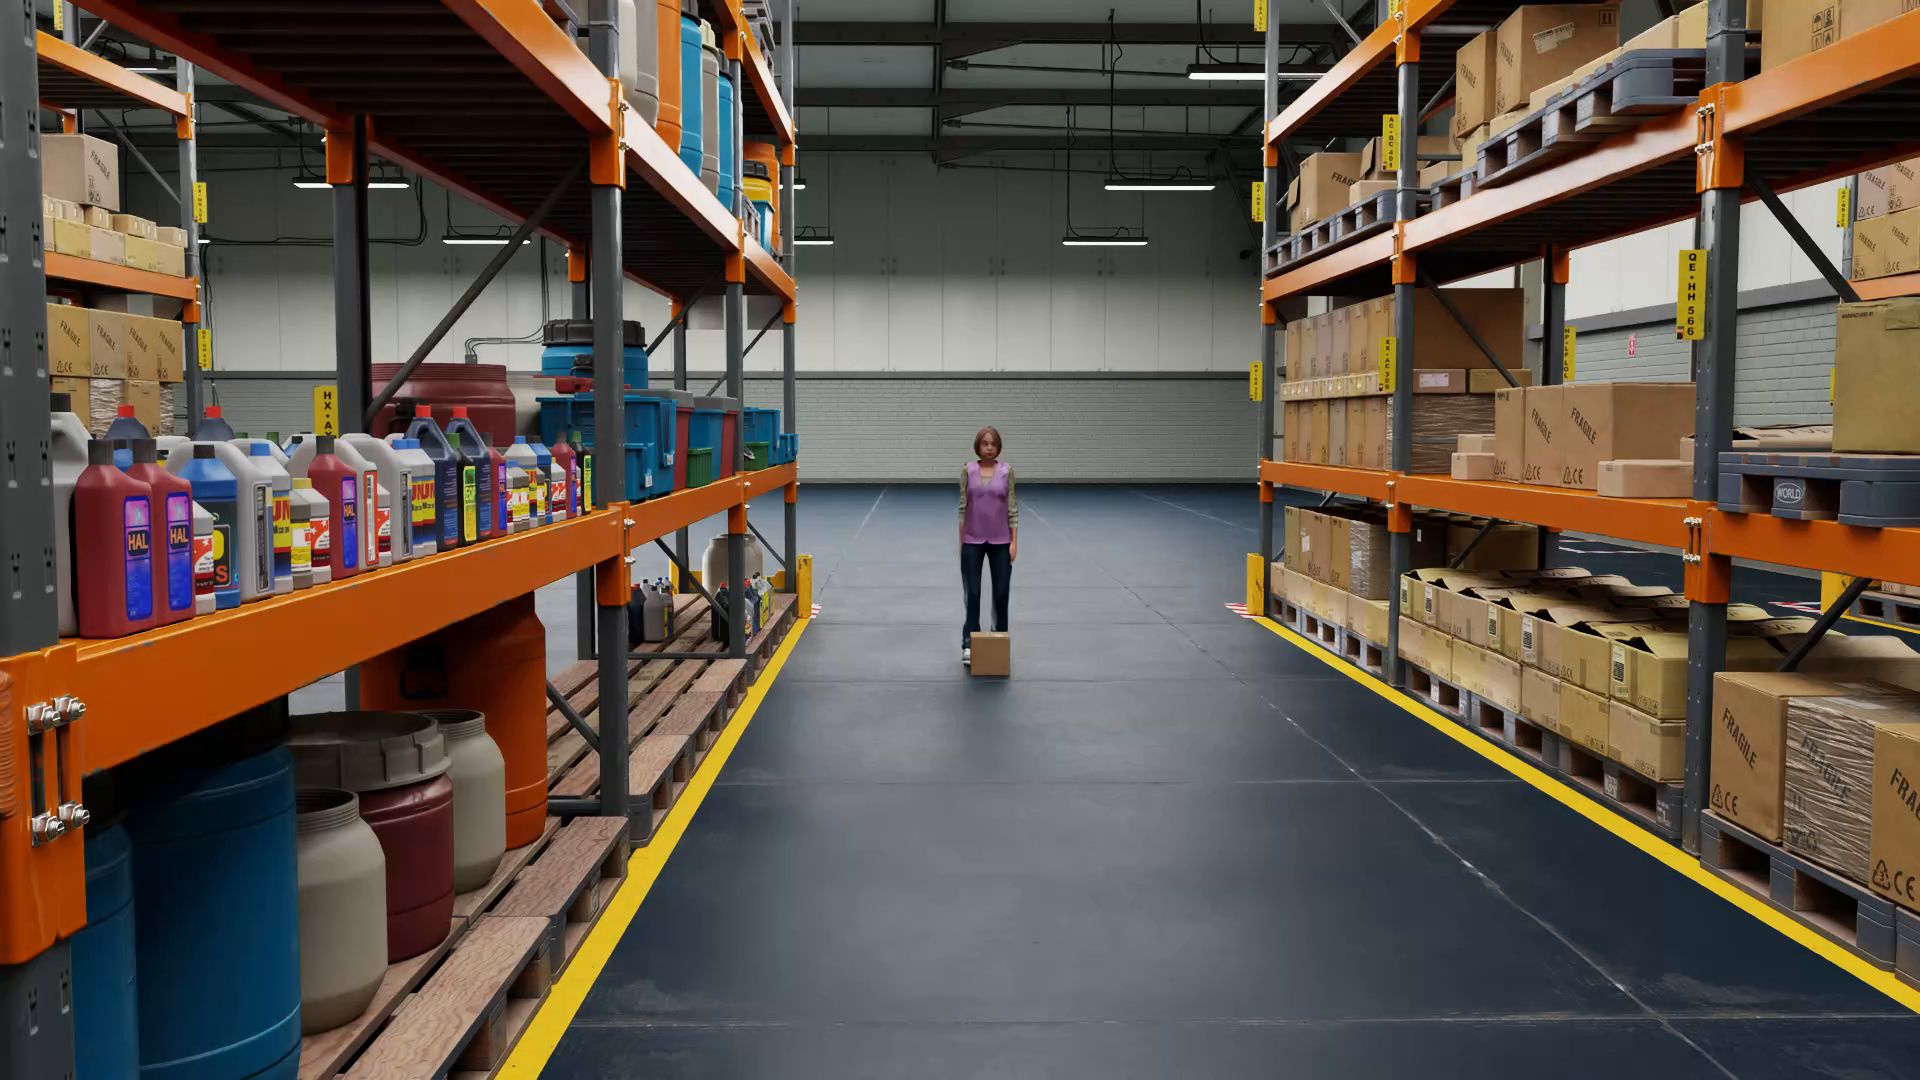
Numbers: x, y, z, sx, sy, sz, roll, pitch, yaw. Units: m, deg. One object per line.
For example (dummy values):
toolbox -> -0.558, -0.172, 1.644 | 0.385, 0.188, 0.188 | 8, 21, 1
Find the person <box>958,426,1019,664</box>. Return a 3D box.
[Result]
person -> 0.191, 0.042, 11.216 | 0.409, 1.613, 0.313 | 0, 4, 0
